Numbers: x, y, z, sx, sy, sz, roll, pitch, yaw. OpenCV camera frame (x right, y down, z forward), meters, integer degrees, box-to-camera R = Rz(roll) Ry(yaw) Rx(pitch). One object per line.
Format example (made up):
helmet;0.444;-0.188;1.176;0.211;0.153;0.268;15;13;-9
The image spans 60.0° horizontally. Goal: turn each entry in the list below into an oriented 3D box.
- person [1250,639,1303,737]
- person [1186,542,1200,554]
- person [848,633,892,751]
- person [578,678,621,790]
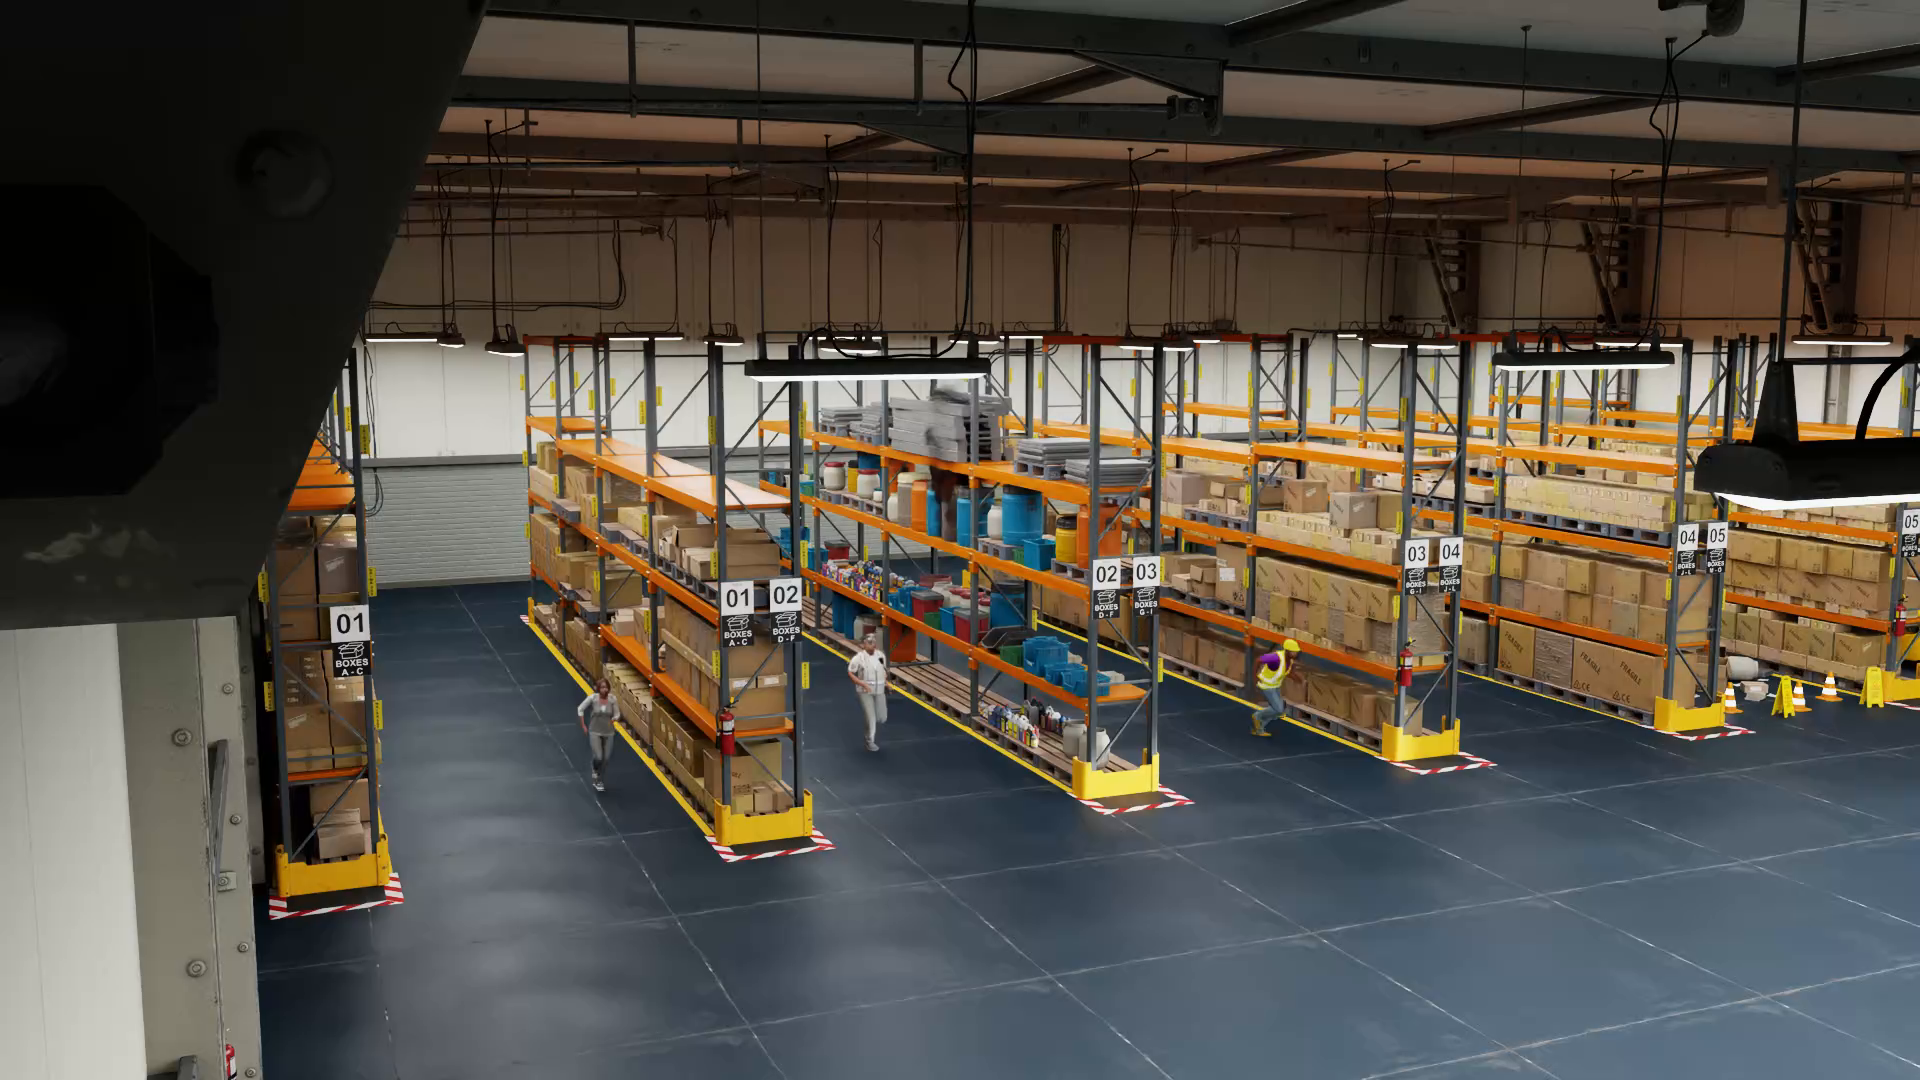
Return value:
person;4.717;2.238;24.979;0.830;1.573;0.736;7;11;44
person;5.921;-0.033;41.555;0.557;1.721;0.673;3;8;20
person;-1.334;2.222;24.588;0.665;1.741;0.603;-4;9;-29
person;-4.797;2.610;22.234;0.530;1.550;0.608;-3;8;-23
